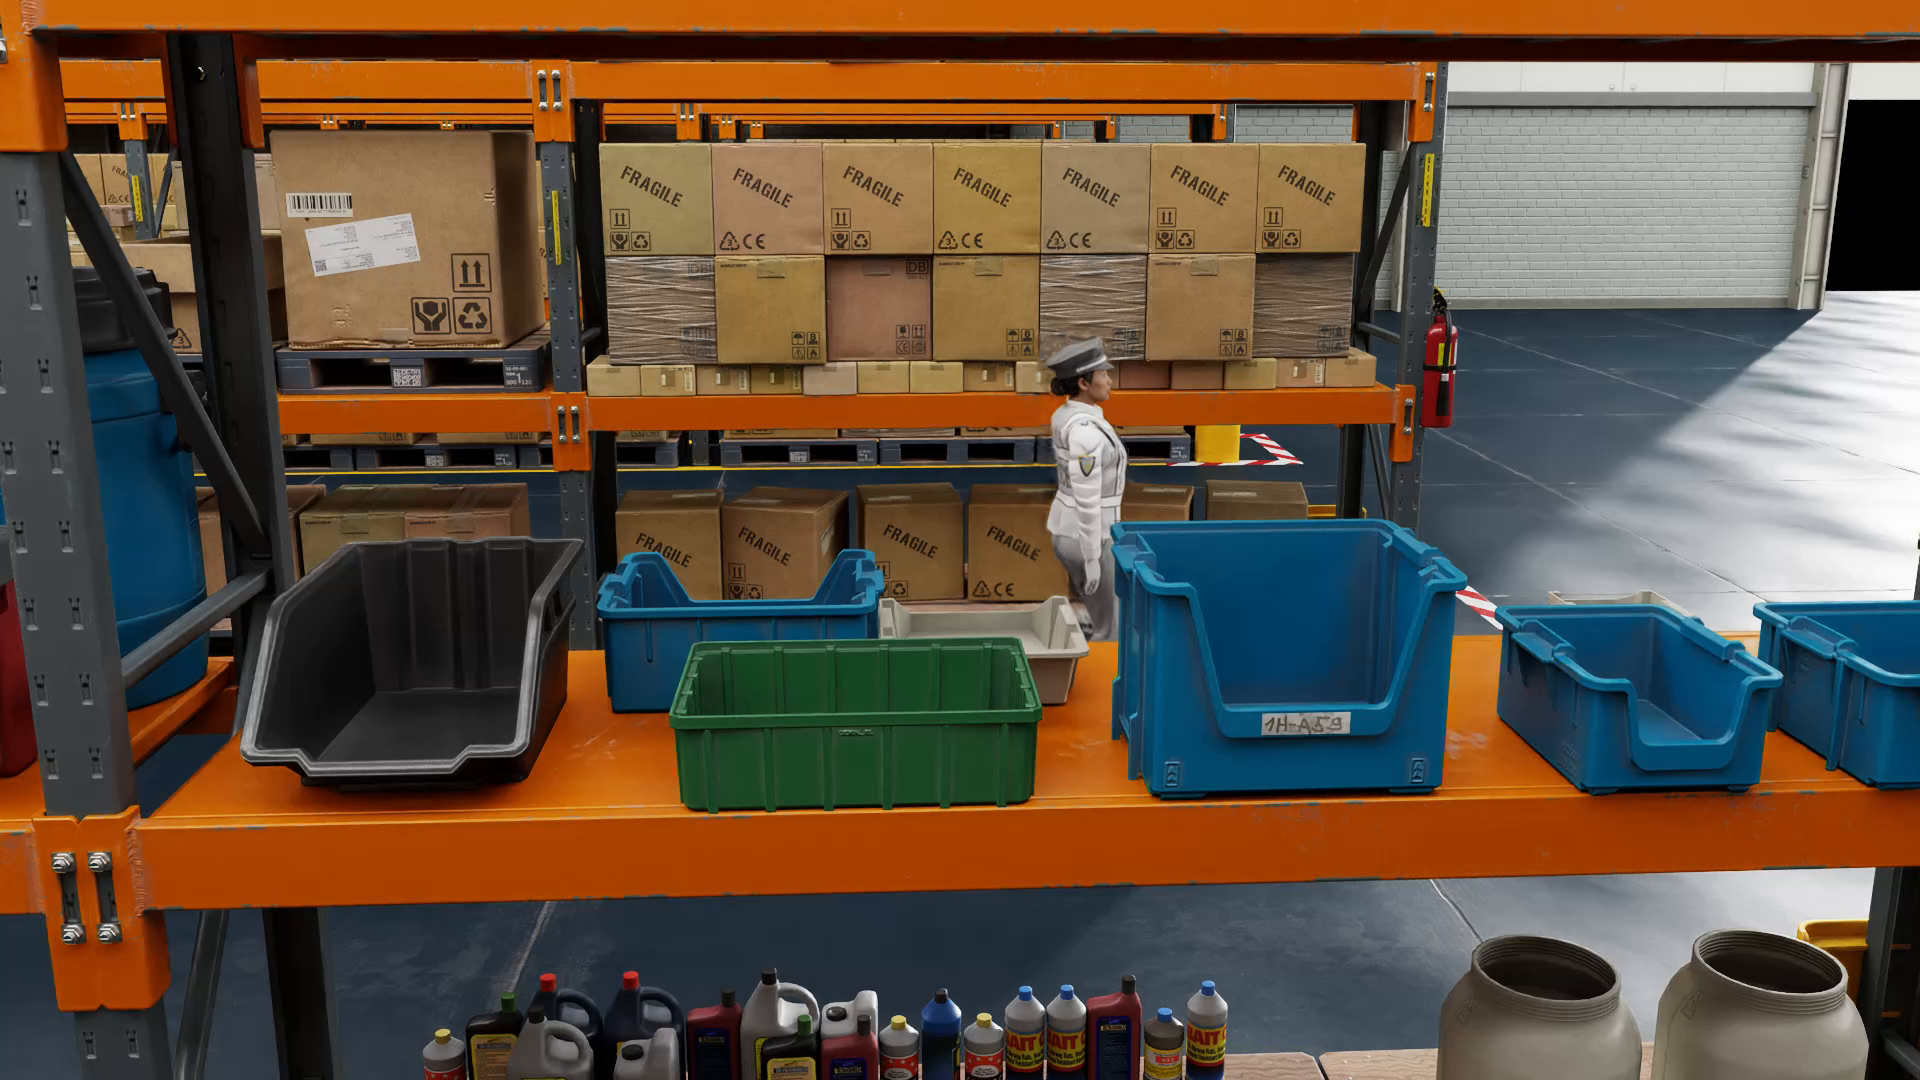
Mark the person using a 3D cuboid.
[{"bbox_3d":[0.481,0.006,6.826,0.585,1.665,0.493,-2,14,-8],"label":"person"}]
